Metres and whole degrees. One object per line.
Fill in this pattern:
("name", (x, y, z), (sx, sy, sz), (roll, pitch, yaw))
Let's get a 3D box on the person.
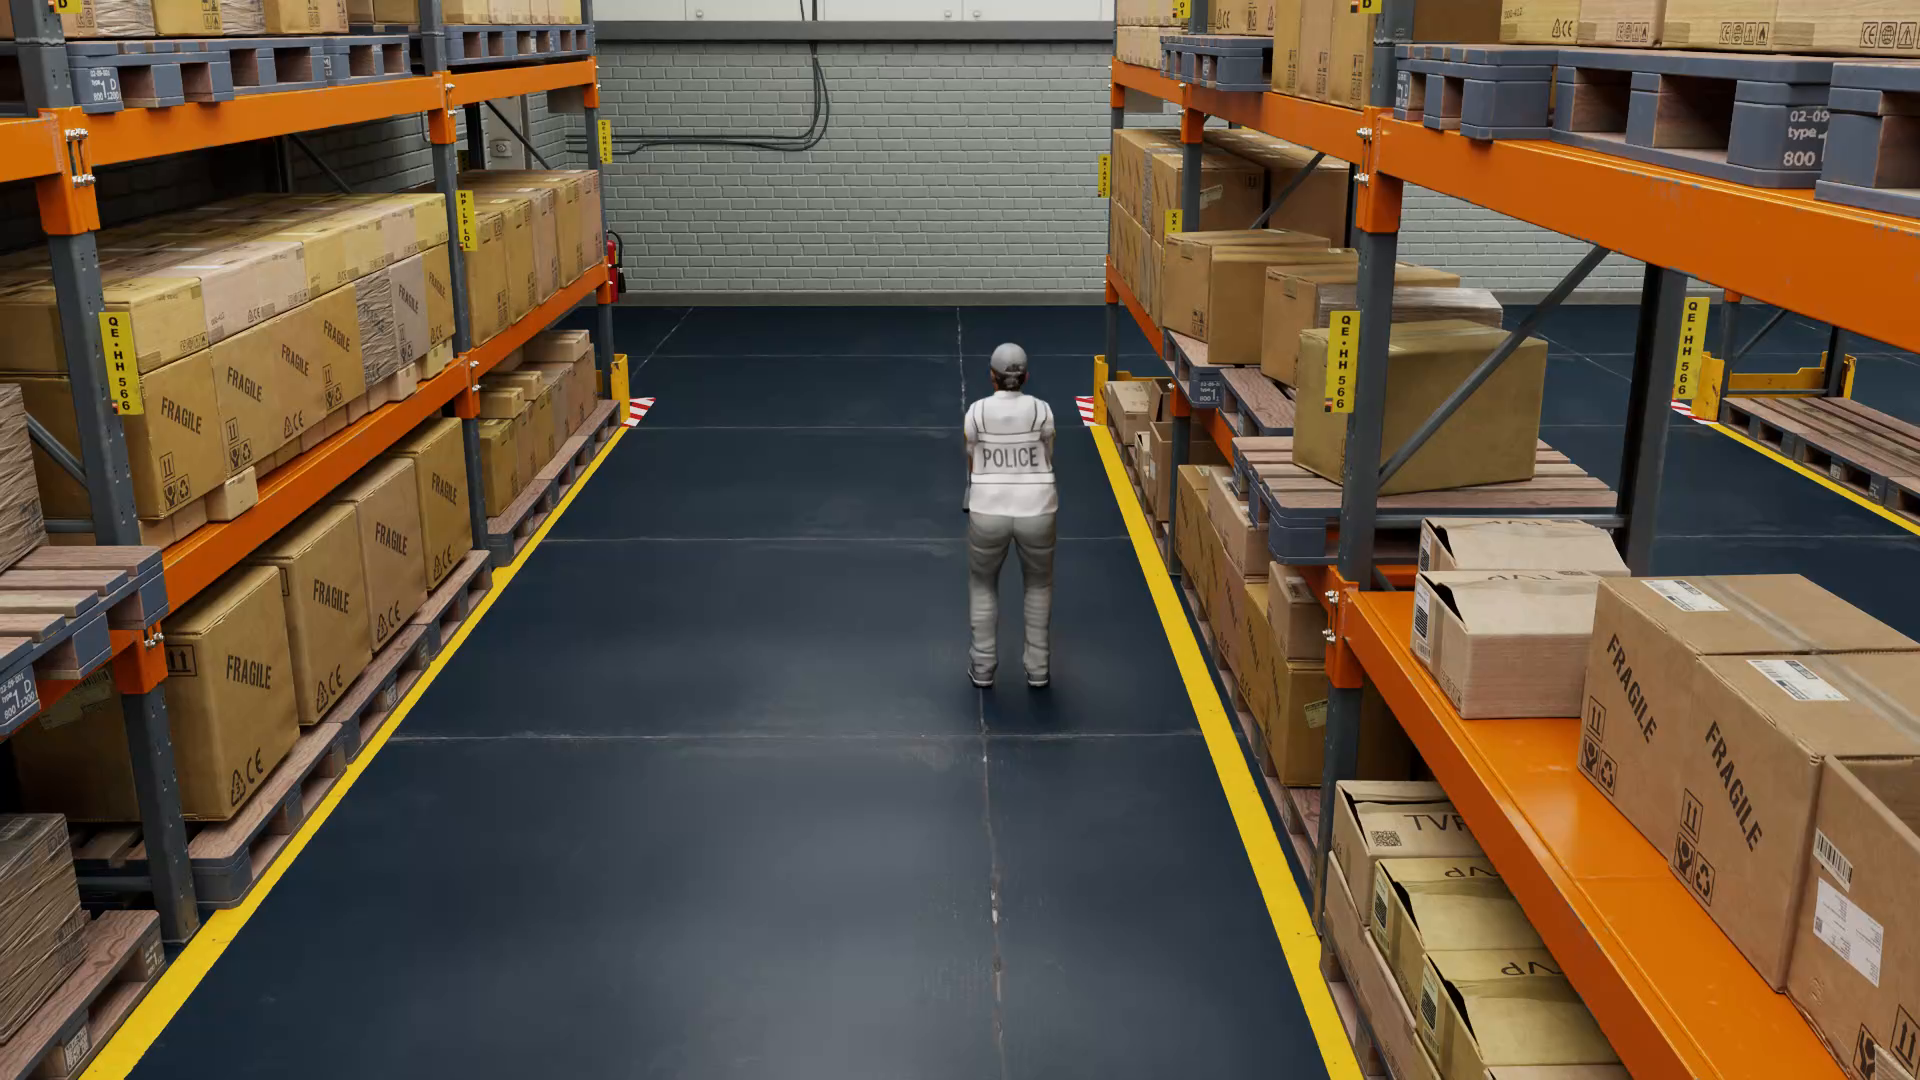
("person", (0.237, -0.124, 7.966), (0.452, 1.660, 0.560), (0, 17, -1))
